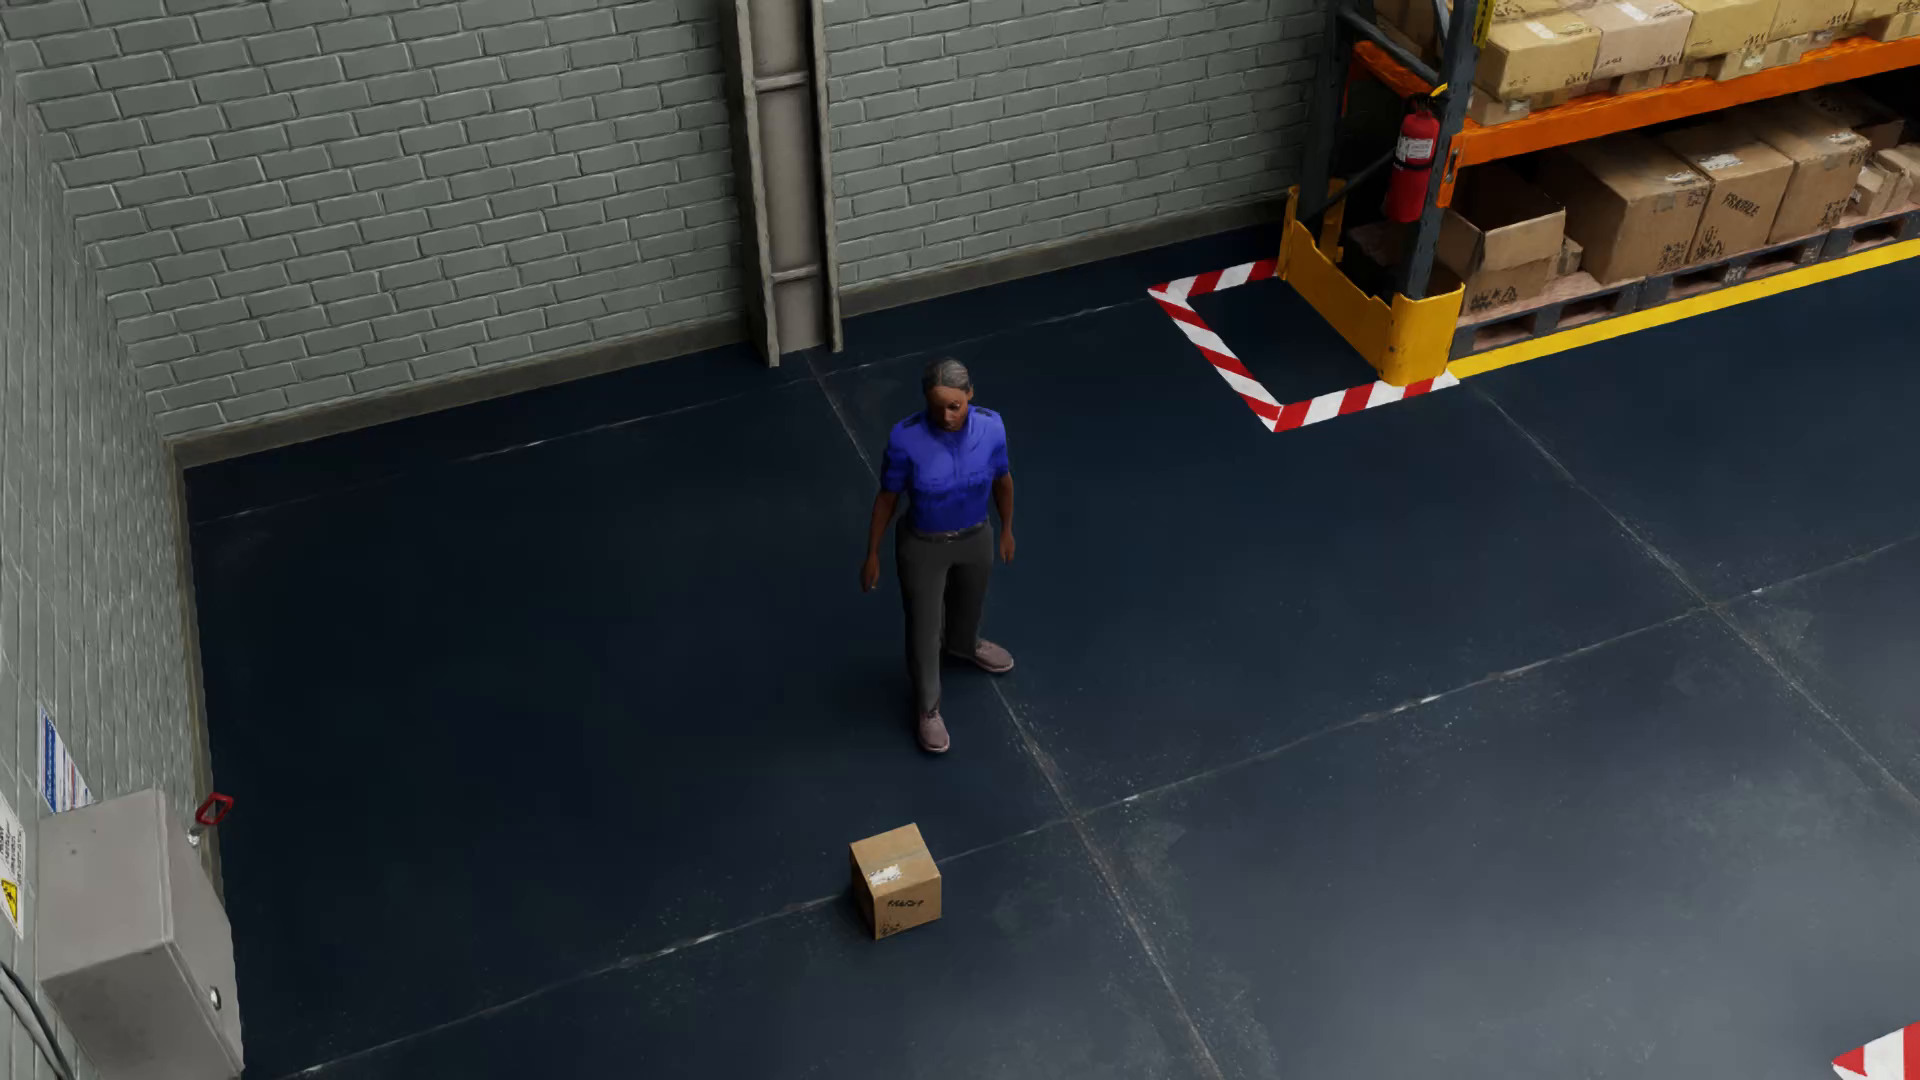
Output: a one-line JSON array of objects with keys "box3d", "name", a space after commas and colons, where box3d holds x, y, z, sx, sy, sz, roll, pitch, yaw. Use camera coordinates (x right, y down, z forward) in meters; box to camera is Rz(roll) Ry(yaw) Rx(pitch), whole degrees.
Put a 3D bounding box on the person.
[{"box3d": [-0.060, 0.022, 6.115, 0.642, 1.646, 0.566, -13, 44, -14], "name": "person"}]
